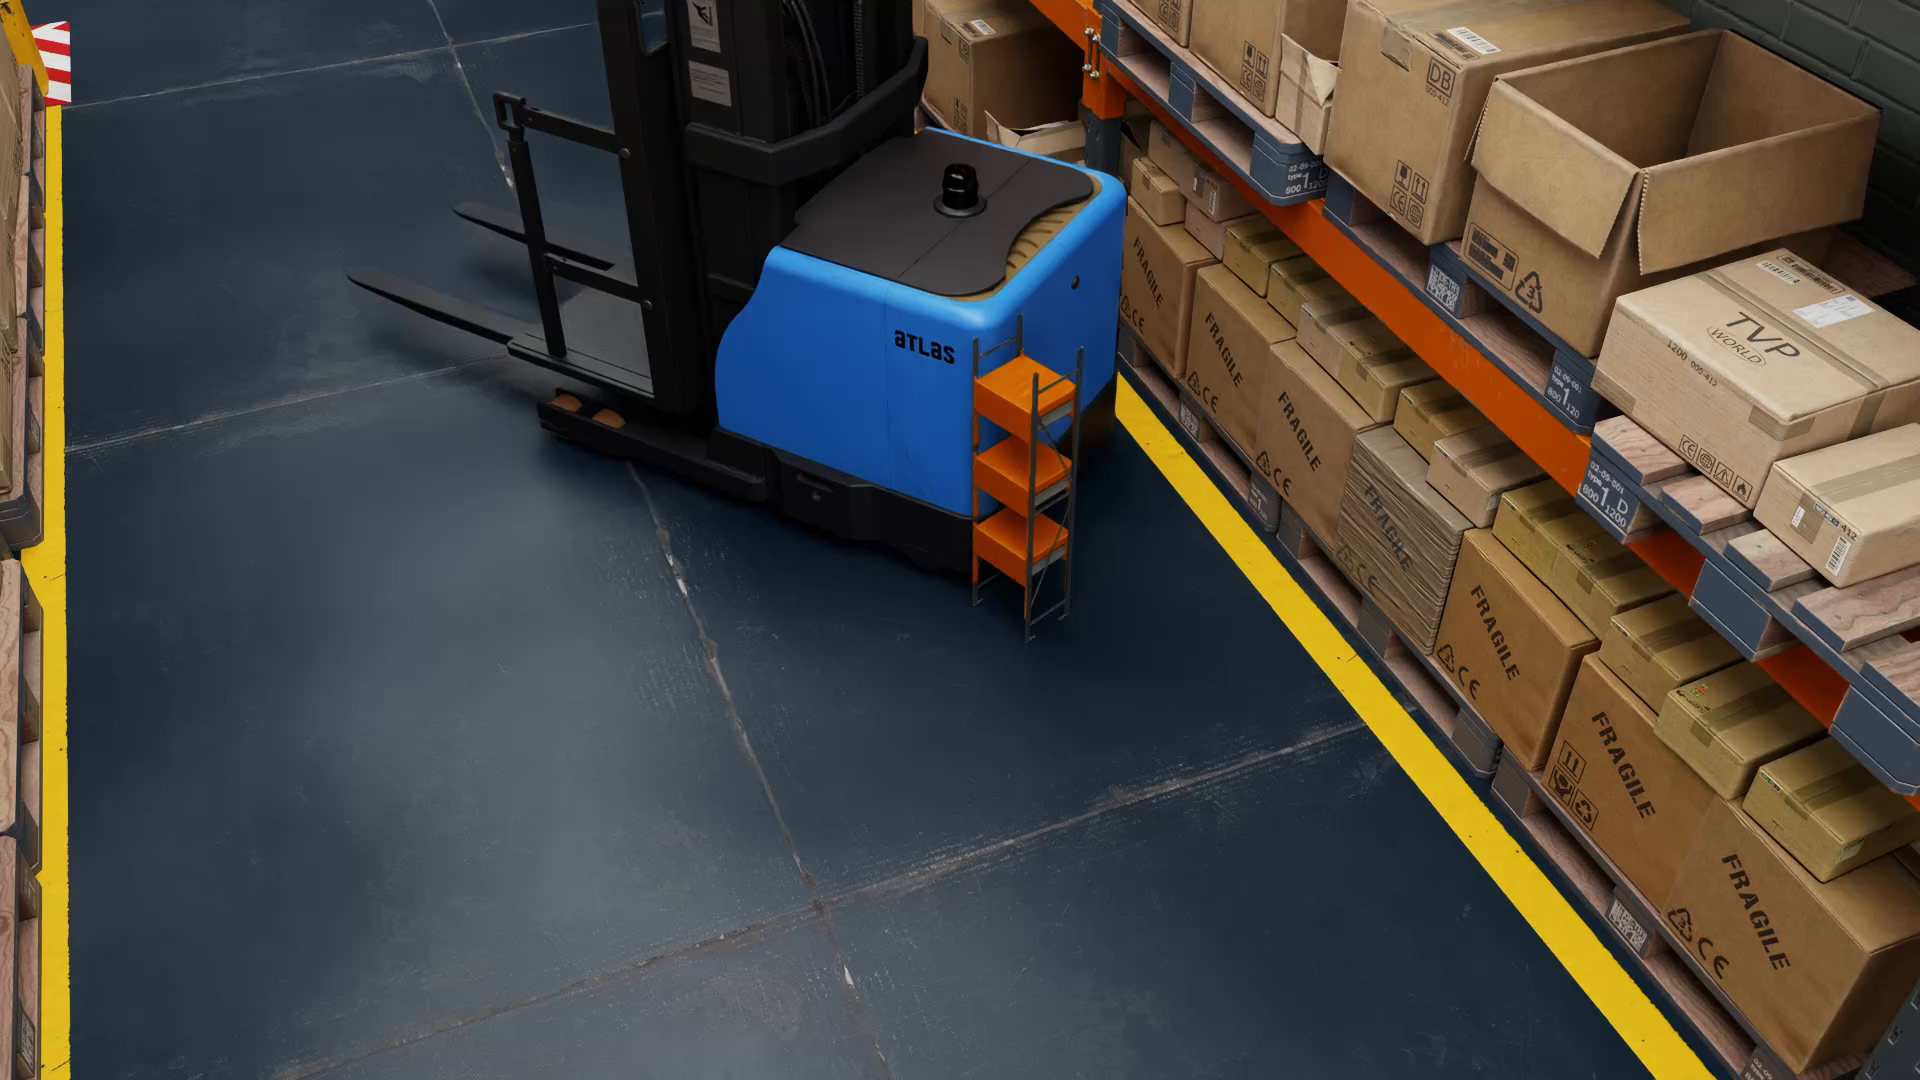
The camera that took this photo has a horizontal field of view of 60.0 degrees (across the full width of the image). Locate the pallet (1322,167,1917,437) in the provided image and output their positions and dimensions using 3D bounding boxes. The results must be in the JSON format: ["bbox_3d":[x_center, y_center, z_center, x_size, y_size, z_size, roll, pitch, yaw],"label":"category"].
[{"bbox_3d":[1.738,-0.809,4.538,1.003,0.211,1.213,-15,43,-17],"label":"pallet"}]

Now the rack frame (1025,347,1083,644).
[{"bbox_3d":[0.282,-0.111,5.072,0.200,1.050,0.008,-32,50,-31],"label":"rack frame"}]

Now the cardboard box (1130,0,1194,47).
[{"bbox_3d":[0.935,-1.971,5.343,0.700,0.500,0.500,-14,43,-16],"label":"cardboard box"}]

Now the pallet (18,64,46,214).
[{"bbox_3d":[-4.781,-1.771,7.647,1.003,0.211,1.213,-15,43,-17],"label":"pallet"}]

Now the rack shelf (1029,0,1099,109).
[{"bbox_3d":[0.191,-3.053,7.552,1.077,0.370,4.000,-15,43,-17],"label":"rack shelf"}]

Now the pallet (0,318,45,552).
[{"bbox_3d":[-3.847,-0.301,5.938,1.003,0.211,1.213,-15,43,-17],"label":"pallet"}]

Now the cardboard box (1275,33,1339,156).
[{"bbox_3d":[1.133,-1.297,4.739,0.396,0.266,0.258,-13,42,-15],"label":"cardboard box"}]

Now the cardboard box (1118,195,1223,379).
[{"bbox_3d":[0.933,-0.985,6.190,0.500,0.500,0.500,-13,42,-15],"label":"cardboard box"}]

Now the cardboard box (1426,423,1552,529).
[{"bbox_3d":[1.582,-0.209,4.790,0.380,0.149,0.250,-17,44,-19],"label":"cardboard box"}]

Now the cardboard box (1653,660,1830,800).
[{"bbox_3d":[1.931,0.440,4.035,0.380,0.149,0.250,-17,44,-19],"label":"cardboard box"}]

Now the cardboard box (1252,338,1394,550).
[{"bbox_3d":[1.333,-0.365,5.469,0.500,0.500,0.500,-16,43,-18],"label":"cardboard box"}]

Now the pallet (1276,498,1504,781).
[{"bbox_3d":[1.773,0.153,5.411,1.003,0.211,1.213,-15,43,-17],"label":"pallet"}]

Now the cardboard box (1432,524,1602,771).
[{"bbox_3d":[1.742,0.257,4.746,0.500,0.500,0.500,-13,42,-15],"label":"cardboard box"}]

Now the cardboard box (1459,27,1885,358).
[{"bbox_3d":[1.691,-0.847,4.033,0.797,0.503,0.637,-16,43,-18],"label":"cardboard box"}]

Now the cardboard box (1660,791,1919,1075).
[{"bbox_3d":[2.126,0.876,4.026,0.500,0.500,0.500,-14,43,-16],"label":"cardboard box"}]

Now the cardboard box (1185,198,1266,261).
[{"bbox_3d":[1.025,-1.149,5.883,0.380,0.149,0.250,-16,43,-18],"label":"cardboard box"}]

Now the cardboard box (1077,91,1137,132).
[{"bbox_3d":[0.756,-1.918,7.544,0.380,0.149,0.250,-16,43,-17],"label":"cardboard box"}]

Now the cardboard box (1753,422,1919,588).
[{"bbox_3d":[1.881,-0.076,3.408,0.380,0.149,0.250,-14,43,-16],"label":"cardboard box"}]

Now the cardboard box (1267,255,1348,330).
[{"bbox_3d":[1.251,-0.835,5.518,0.380,0.149,0.250,-16,43,-18],"label":"cardboard box"}]

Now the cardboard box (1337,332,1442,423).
[{"bbox_3d":[1.405,-0.525,5.158,0.380,0.149,0.250,-14,43,-15],"label":"cardboard box"}]

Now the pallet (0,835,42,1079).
[{"bbox_3d":[-2.793,1.359,4.008,1.003,0.211,1.213,-15,43,-17],"label":"pallet"}]

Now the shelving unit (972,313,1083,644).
[{"bbox_3d":[0.198,-0.168,5.139,0.215,1.050,0.252,-32,50,-31],"label":"shelving unit"}]

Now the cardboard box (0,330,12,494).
[{"bbox_3d":[-3.770,-0.473,5.643,0.875,0.438,0.875,-16,43,-17],"label":"cardboard box"}]

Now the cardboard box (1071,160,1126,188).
[{"bbox_3d":[0.472,-1.462,7.014,0.380,0.149,0.250,-16,43,-18],"label":"cardboard box"}]

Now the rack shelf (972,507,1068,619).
[{"bbox_3d":[0.199,0.051,5.327,0.215,0.259,0.240,-32,50,-31],"label":"rack shelf"}]

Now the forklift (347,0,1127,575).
[{"bbox_3d":[-0.970,-1.701,5.480,3.031,2.935,1.130,20,45,22],"label":"forklift"}]

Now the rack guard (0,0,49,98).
[{"bbox_3d":[-5.168,-2.357,8.107,1.175,0.500,0.348,-15,43,-17],"label":"rack guard"}]

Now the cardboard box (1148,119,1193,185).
[{"bbox_3d":[0.904,-1.424,5.975,0.380,0.149,0.250,-16,43,-18],"label":"cardboard box"}]

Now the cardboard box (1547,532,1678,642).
[{"bbox_3d":[1.811,0.100,4.431,0.380,0.149,0.250,-14,43,-16],"label":"cardboard box"}]

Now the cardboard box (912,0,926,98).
[{"bbox_3d":[-0.027,-2.482,7.931,0.500,0.500,0.500,-14,43,-16],"label":"cardboard box"}]

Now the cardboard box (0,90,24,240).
[{"bbox_3d":[-4.456,-1.556,6.902,0.875,0.438,0.875,-14,43,-16],"label":"cardboard box"}]

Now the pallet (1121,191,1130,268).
[{"bbox_3d":[0.694,-1.478,7.307,1.003,0.211,1.213,-15,43,-17],"label":"pallet"}]

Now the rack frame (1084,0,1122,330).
[{"bbox_3d":[0.956,-2.121,5.916,1.000,3.000,0.127,-15,43,-17],"label":"rack frame"}]
